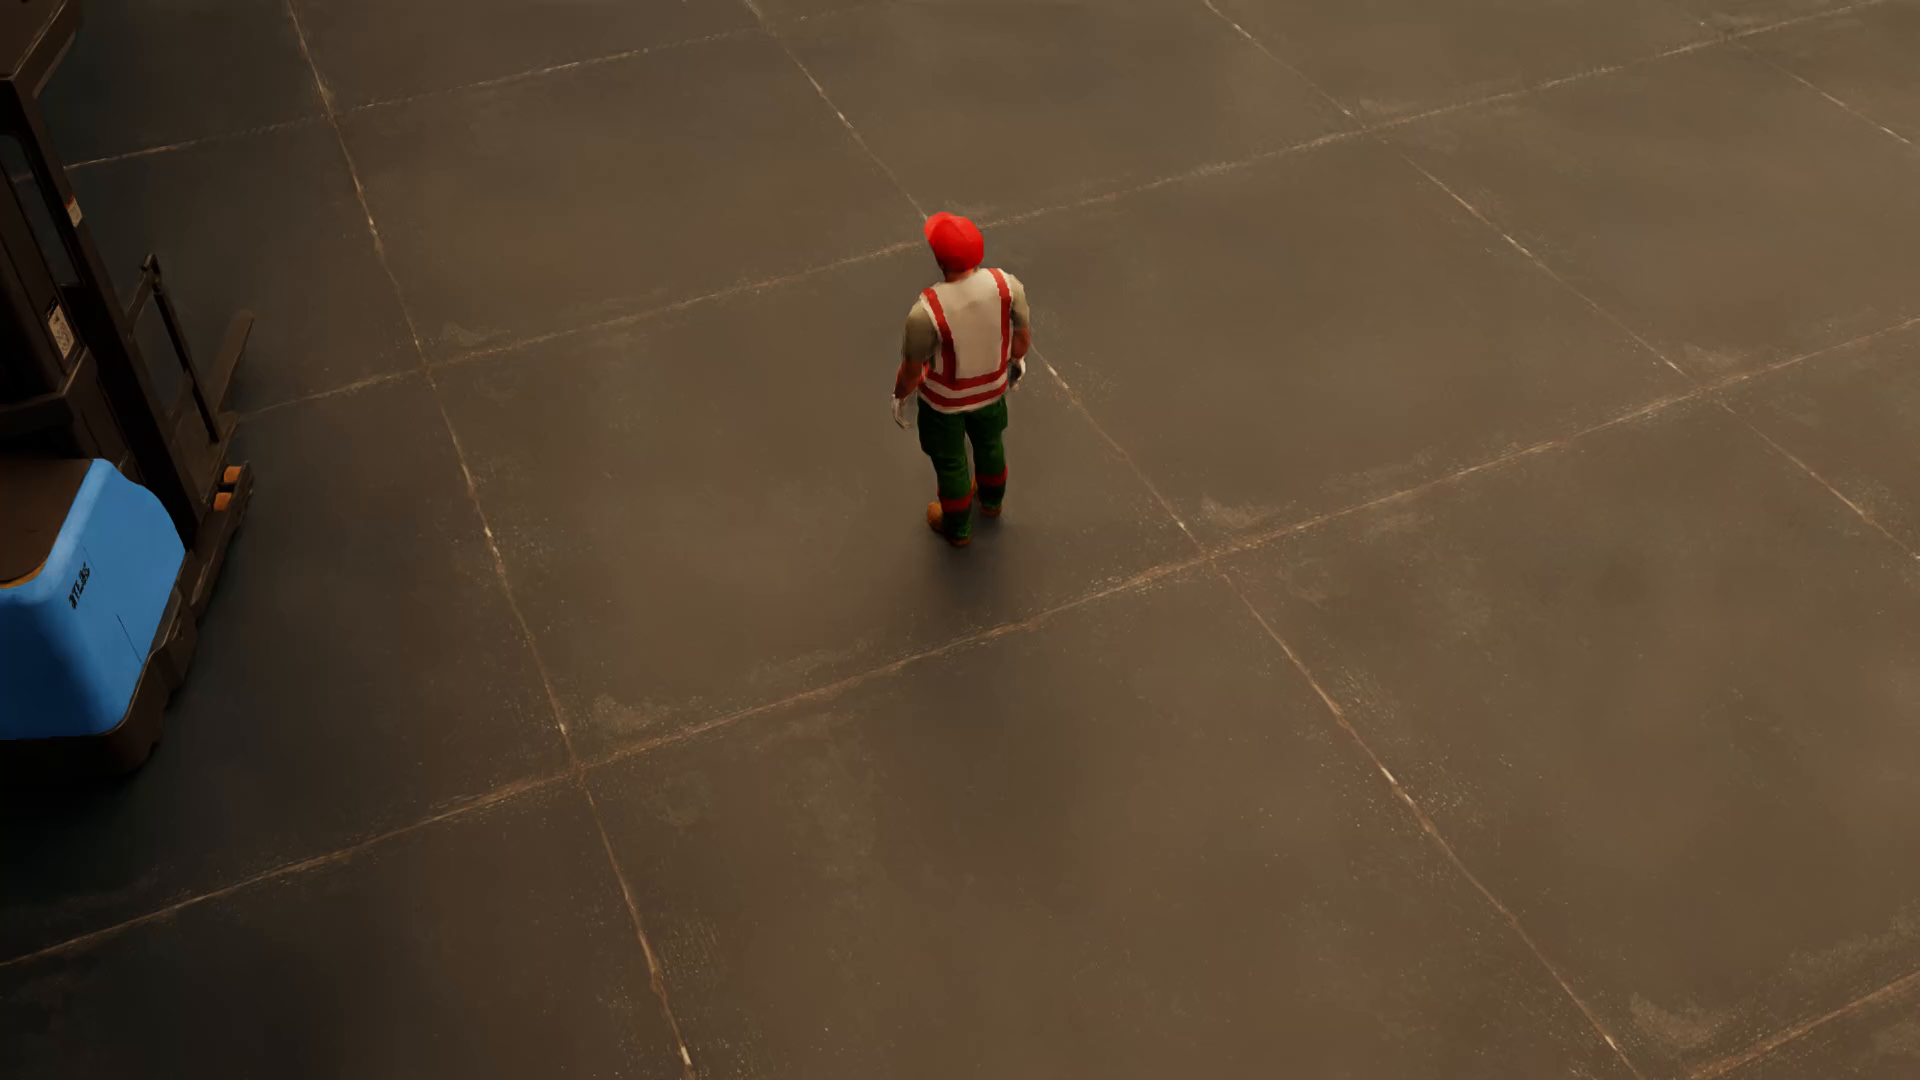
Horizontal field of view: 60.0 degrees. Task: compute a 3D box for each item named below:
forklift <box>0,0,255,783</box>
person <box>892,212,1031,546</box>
[{"bbox_3d":[-3.954,-1.074,6.830,1.130,2.935,3.031,-3,43,-4],"label":"forklift"},{"bbox_3d":[-0.024,-0.712,7.270,0.637,1.787,0.563,-18,46,-18],"label":"person"}]
